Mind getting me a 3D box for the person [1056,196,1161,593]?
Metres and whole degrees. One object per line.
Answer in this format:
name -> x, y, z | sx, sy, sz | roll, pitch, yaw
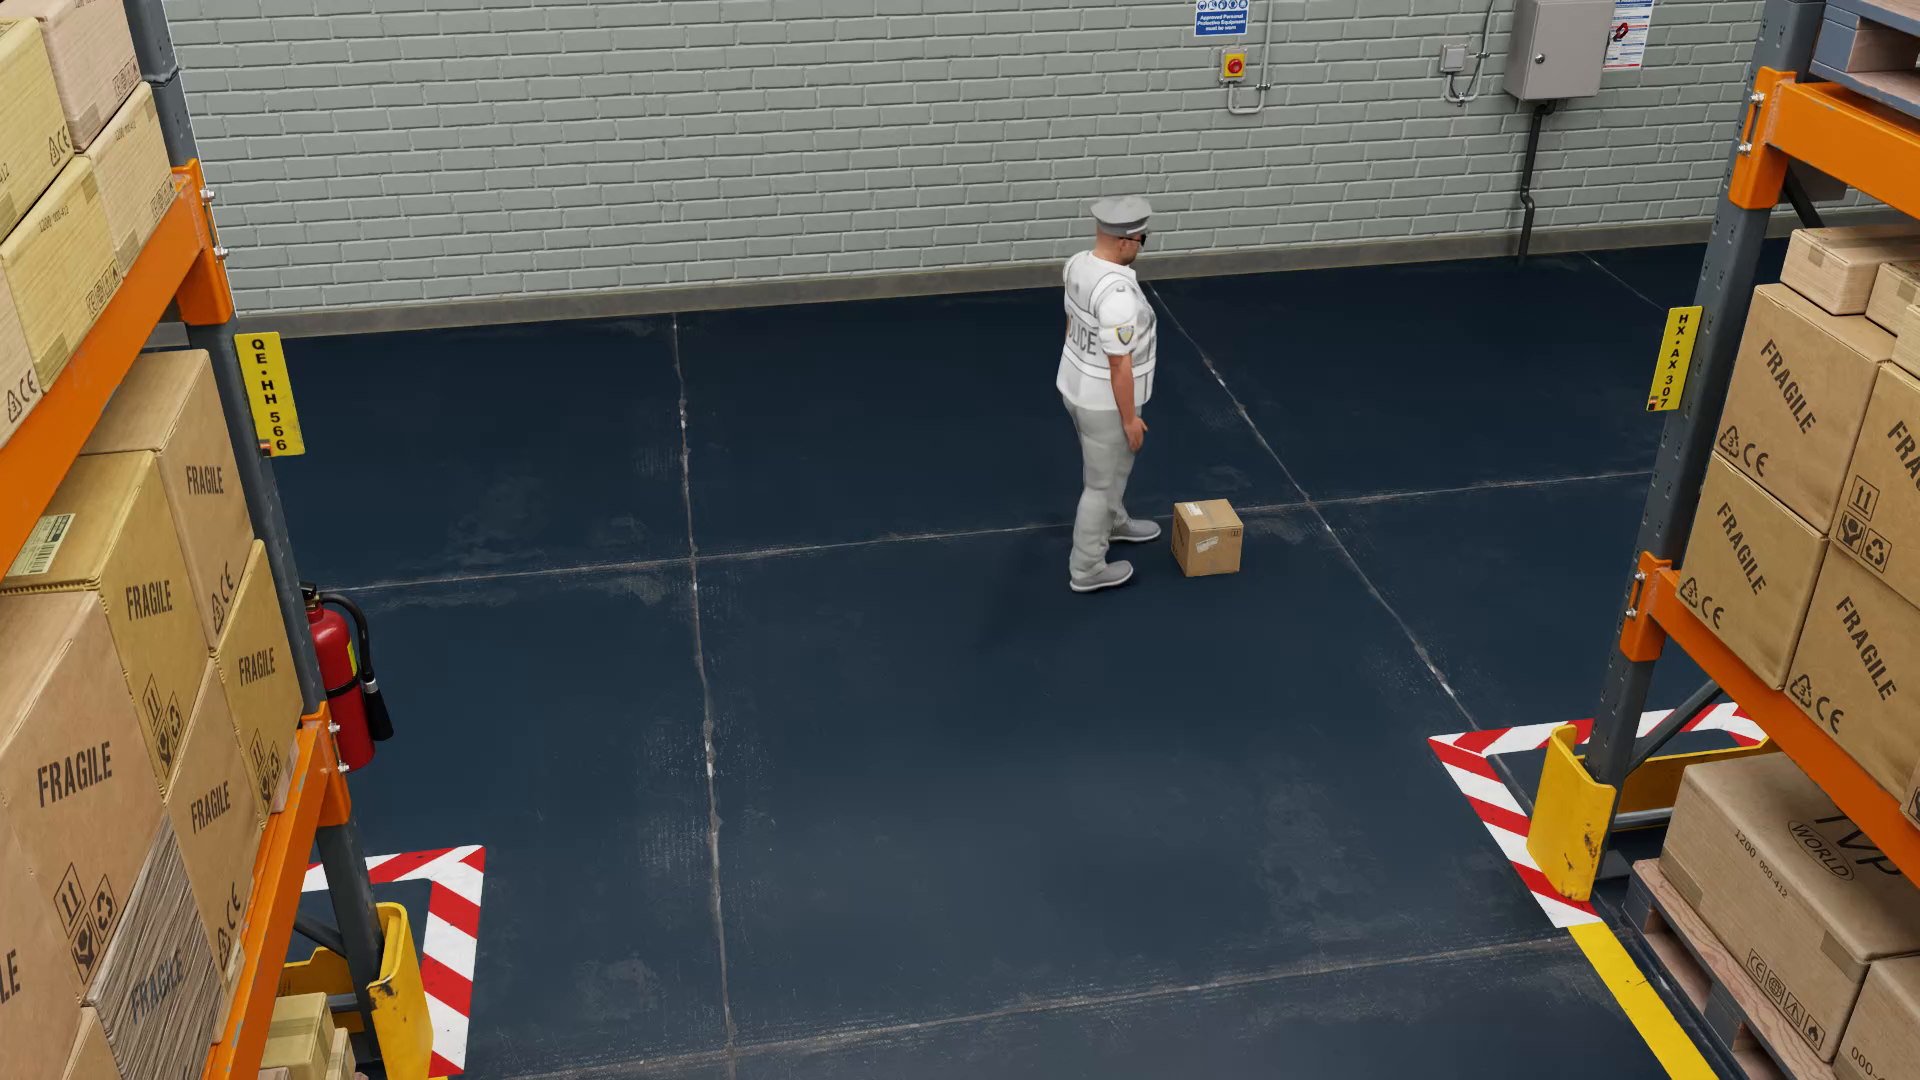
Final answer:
person -> 0.724, -0.642, 7.205 | 0.590, 1.742, 0.569 | -9, 32, -15
